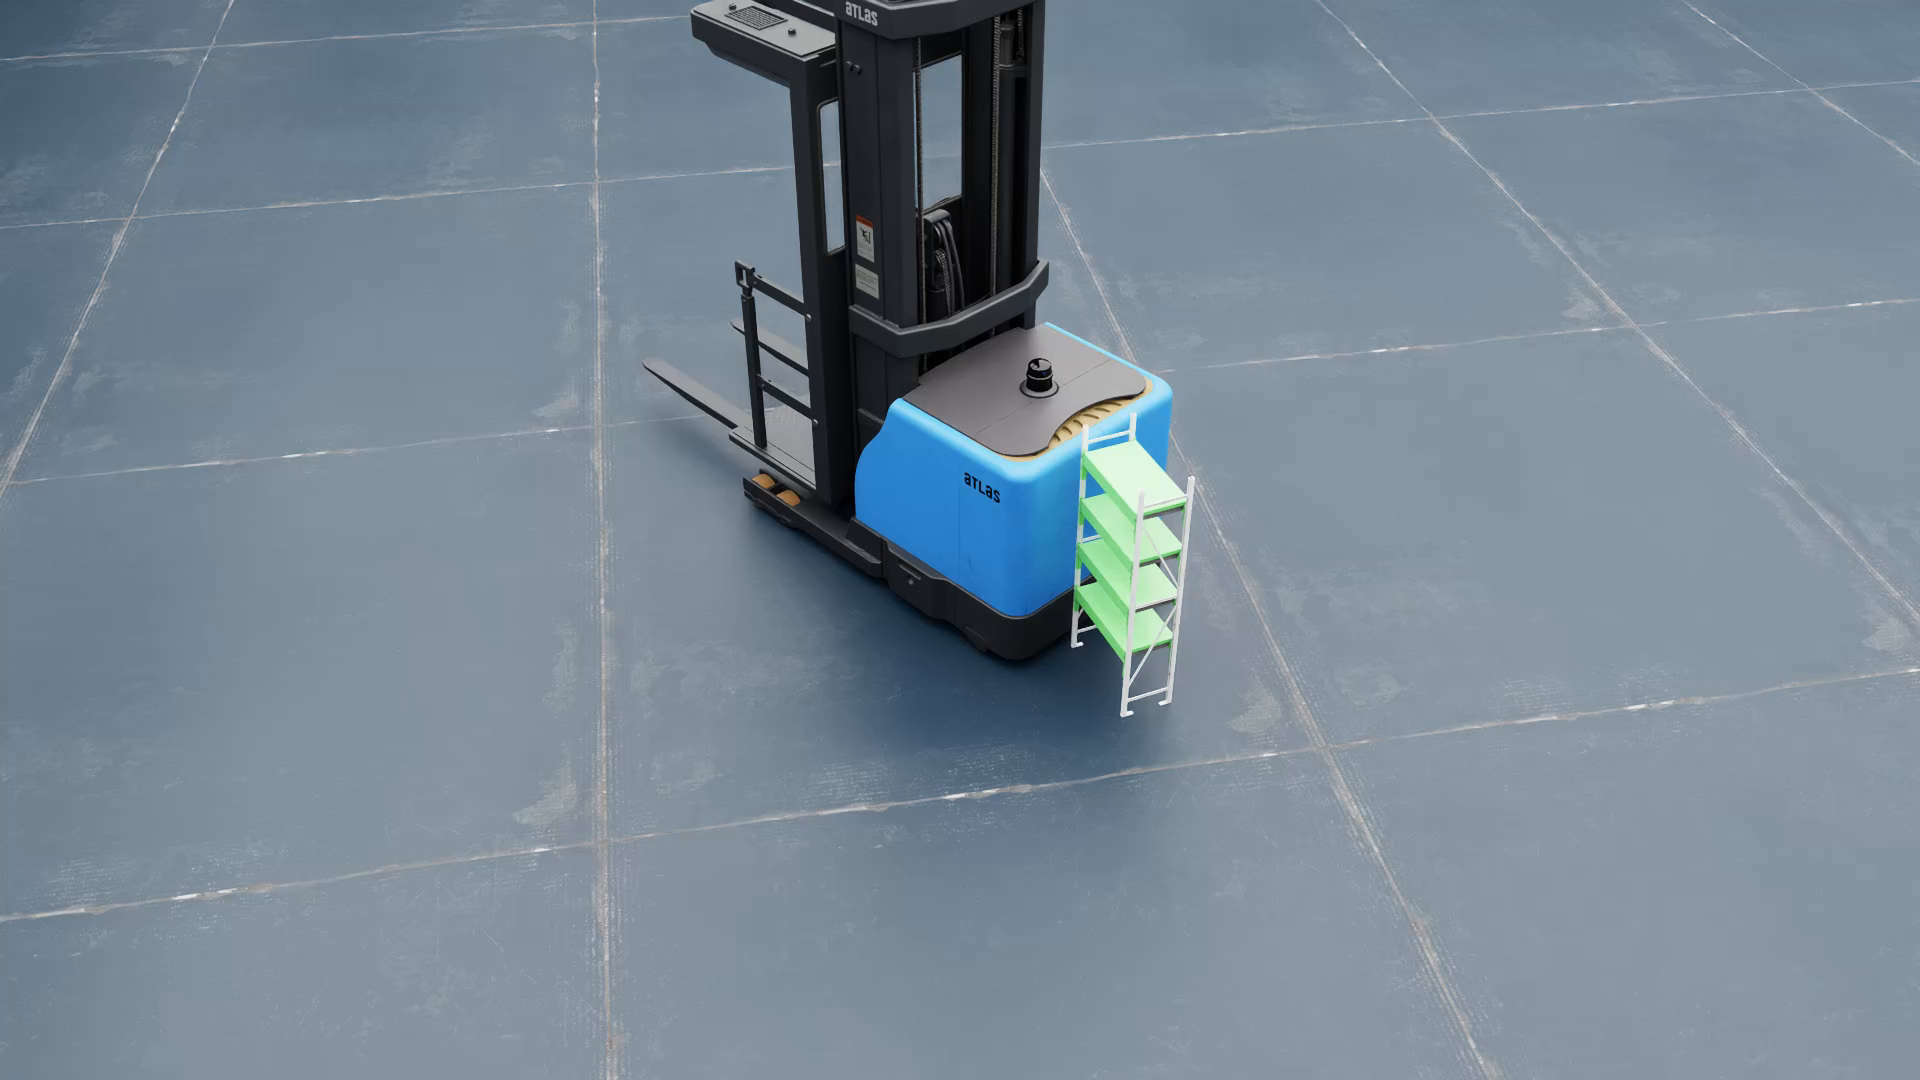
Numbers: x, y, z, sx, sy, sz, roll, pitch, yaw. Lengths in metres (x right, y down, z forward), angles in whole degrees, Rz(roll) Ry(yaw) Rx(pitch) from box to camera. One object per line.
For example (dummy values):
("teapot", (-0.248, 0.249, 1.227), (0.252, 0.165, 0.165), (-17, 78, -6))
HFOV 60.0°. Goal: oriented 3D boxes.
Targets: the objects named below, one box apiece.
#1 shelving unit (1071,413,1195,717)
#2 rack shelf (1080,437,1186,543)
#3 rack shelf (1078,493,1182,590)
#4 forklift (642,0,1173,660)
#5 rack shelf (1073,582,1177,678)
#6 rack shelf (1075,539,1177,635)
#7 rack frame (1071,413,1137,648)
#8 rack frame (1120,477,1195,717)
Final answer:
("shelving unit", (0.711, 0.120, 7.017), (0.258, 1.200, 0.503), (-15, 40, -18))
("rack shelf", (0.711, -0.208, 6.762), (0.258, 0.148, 0.480), (-15, 40, -18))
("rack shelf", (0.711, -0.019, 6.909), (0.258, 0.148, 0.480), (-15, 40, -18))
("forklift", (-0.437, -1.433, 7.605), (1.130, 2.935, 3.031), (-31, 47, -33))
("rack shelf", (0.711, 0.360, 7.204), (0.258, 0.148, 0.480), (-15, 40, -18))
("rack shelf", (0.711, 0.171, 7.057), (0.258, 0.148, 0.480), (-15, 40, -18))
("rack frame", (0.615, -0.018, 7.195), (0.240, 1.200, 0.015), (-15, 40, -18))
("rack frame", (0.806, 0.258, 6.840), (0.240, 1.200, 0.015), (-15, 40, -18))
